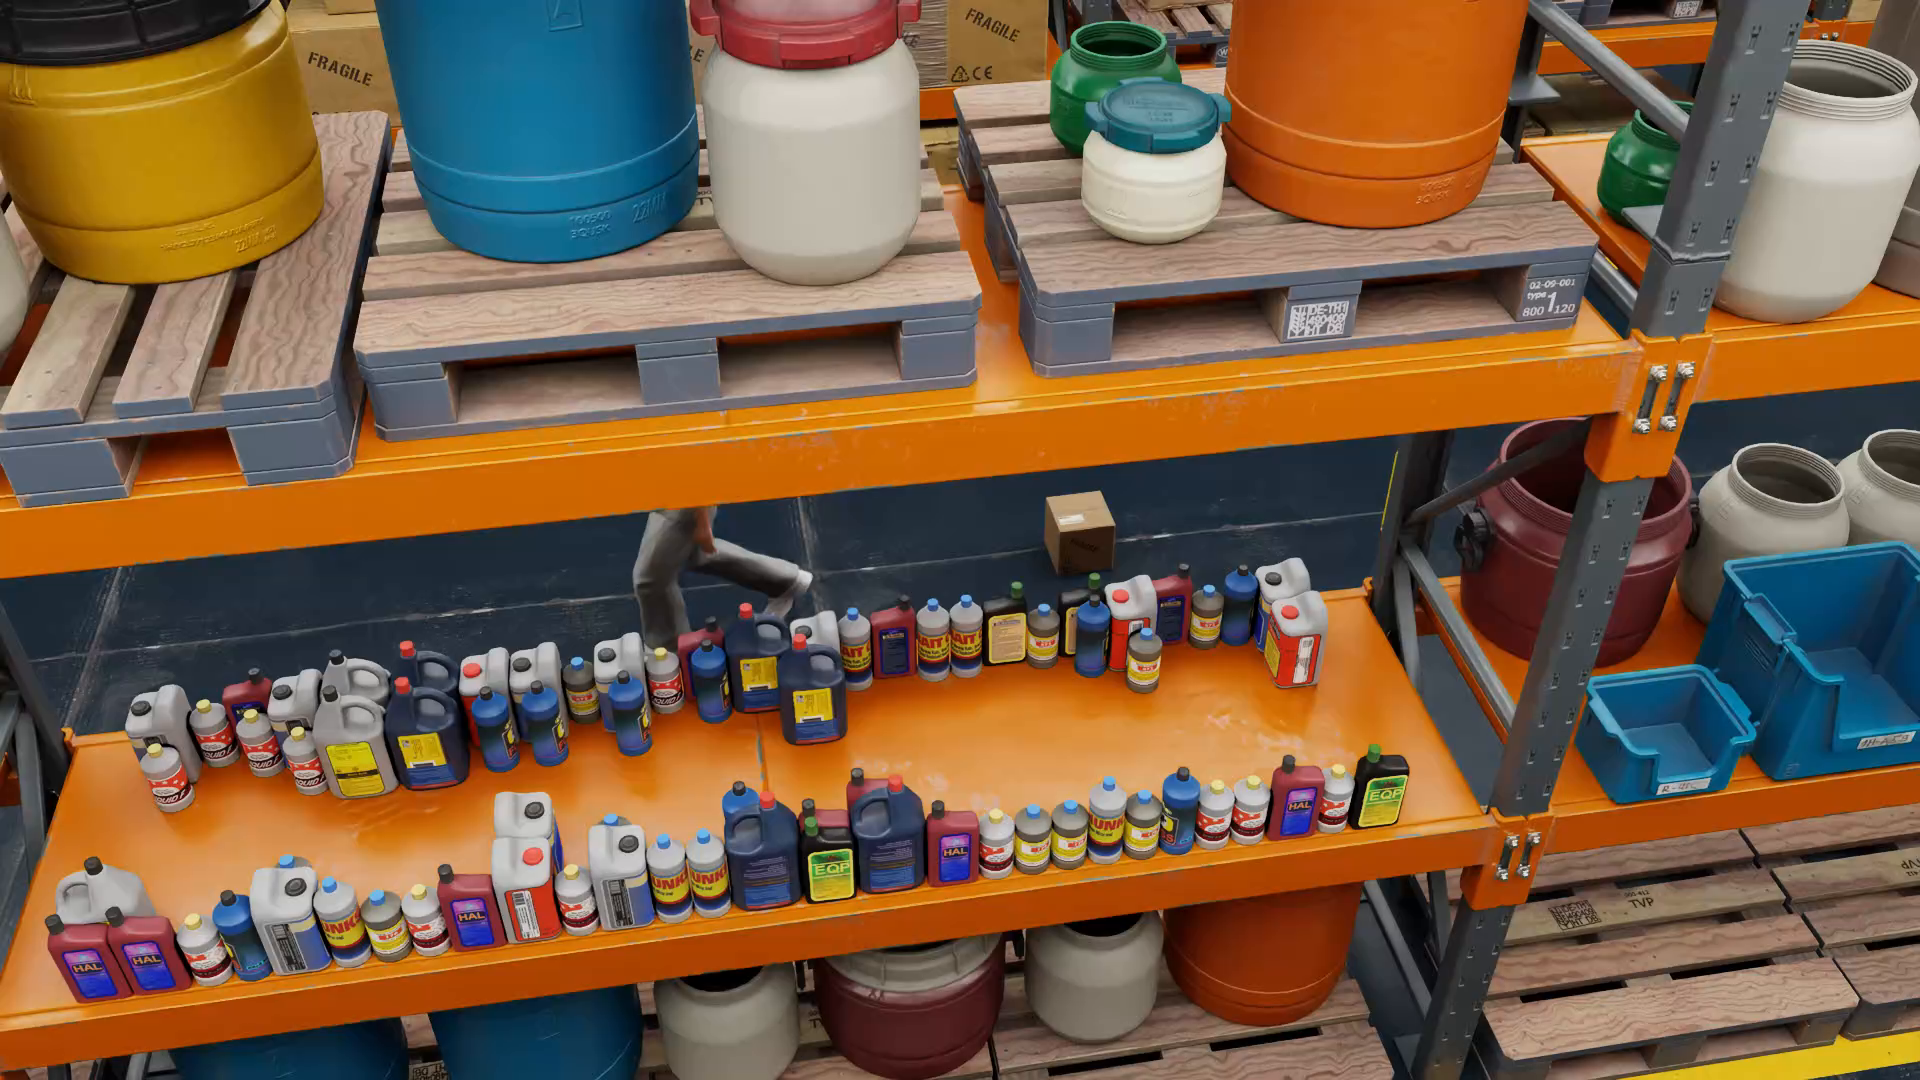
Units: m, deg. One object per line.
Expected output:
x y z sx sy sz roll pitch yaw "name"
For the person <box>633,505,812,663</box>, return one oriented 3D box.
-1.003 -0.194 6.381 0.830 1.643 0.475 -8 39 -10 "person"
